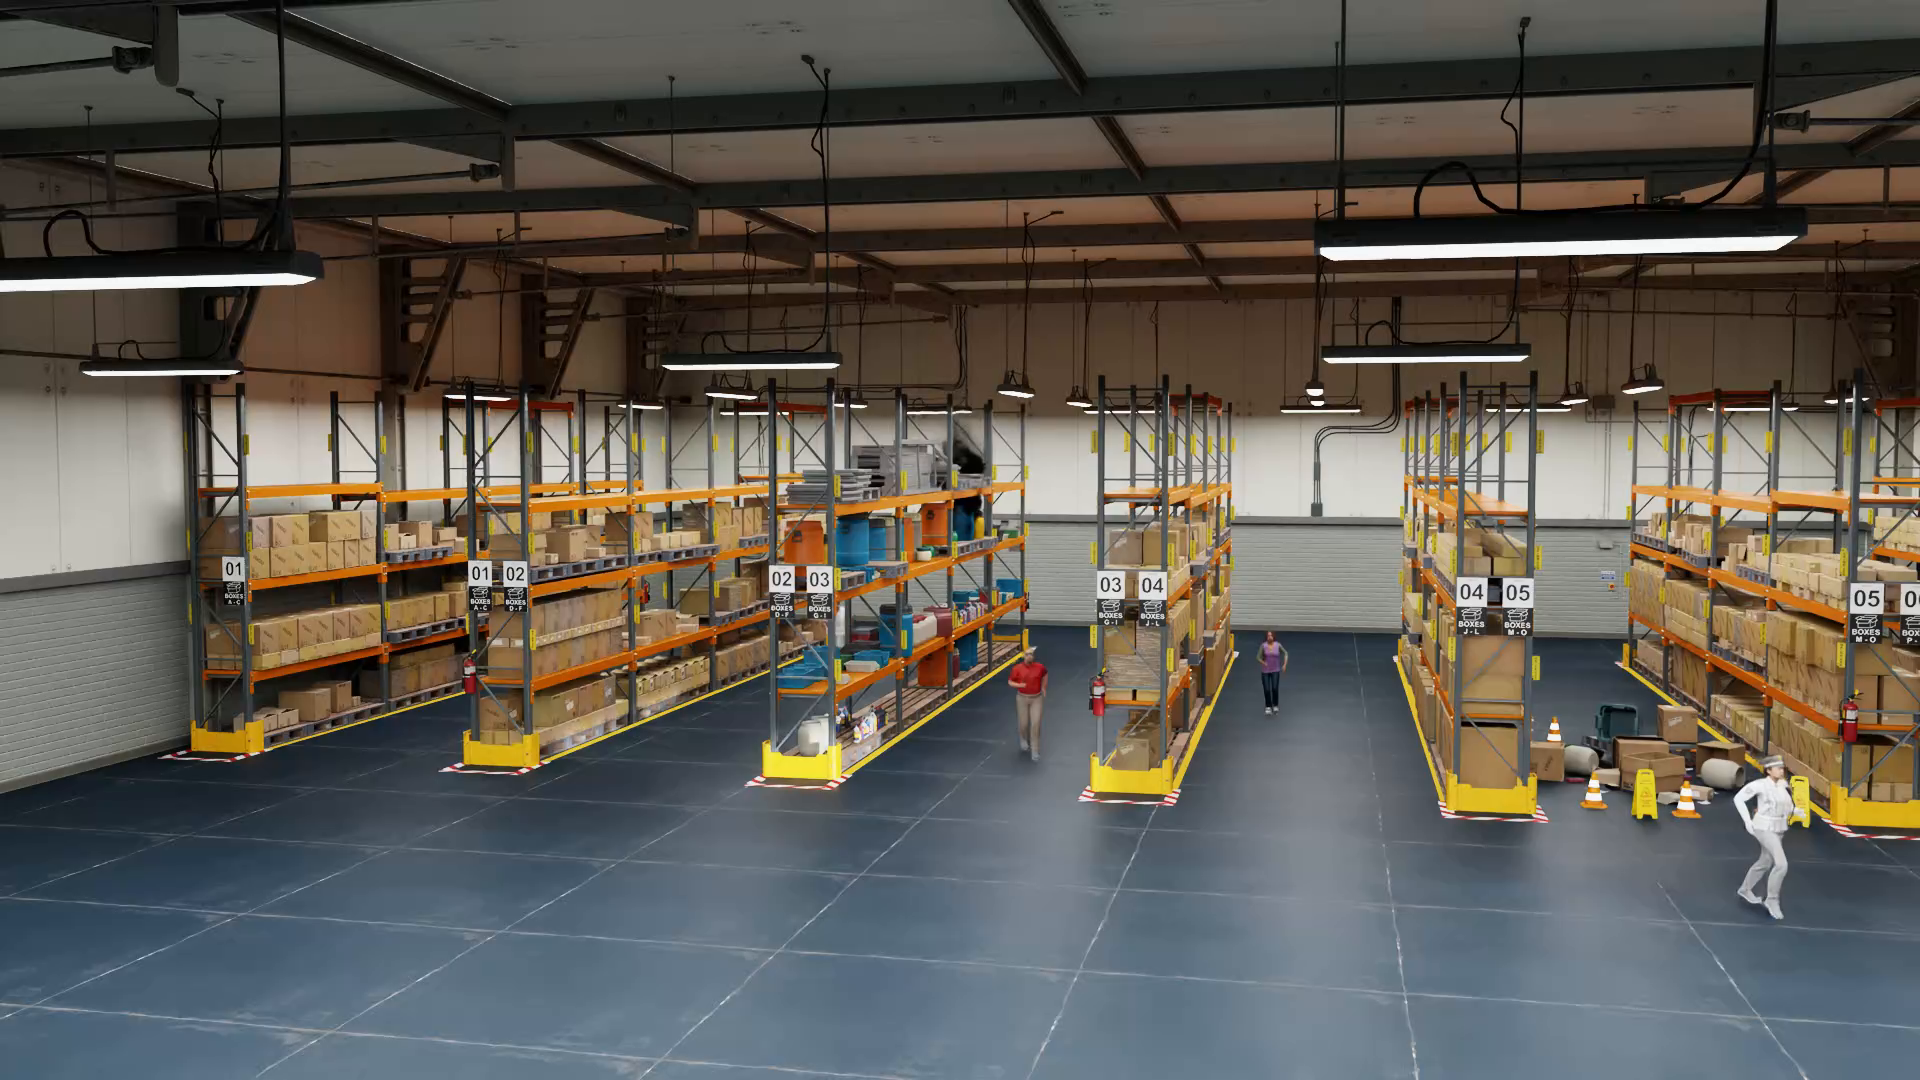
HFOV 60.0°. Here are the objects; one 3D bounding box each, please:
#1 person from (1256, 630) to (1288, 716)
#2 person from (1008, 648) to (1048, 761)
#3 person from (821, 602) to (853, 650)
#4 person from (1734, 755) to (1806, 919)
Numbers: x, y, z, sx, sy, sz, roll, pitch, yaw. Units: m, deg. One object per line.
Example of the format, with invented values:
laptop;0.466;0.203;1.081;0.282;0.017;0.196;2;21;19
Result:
person;5.758;2.457;30.677;0.549;1.595;0.641;1;3;12
person;1.106;2.595;26.667;0.659;1.737;0.967;0;3;-2
person;-2.688;2.052;36.023;0.661;1.732;0.730;0;3;8
person;8.684;3.152;17.814;0.598;1.751;0.728;-2;4;-30
